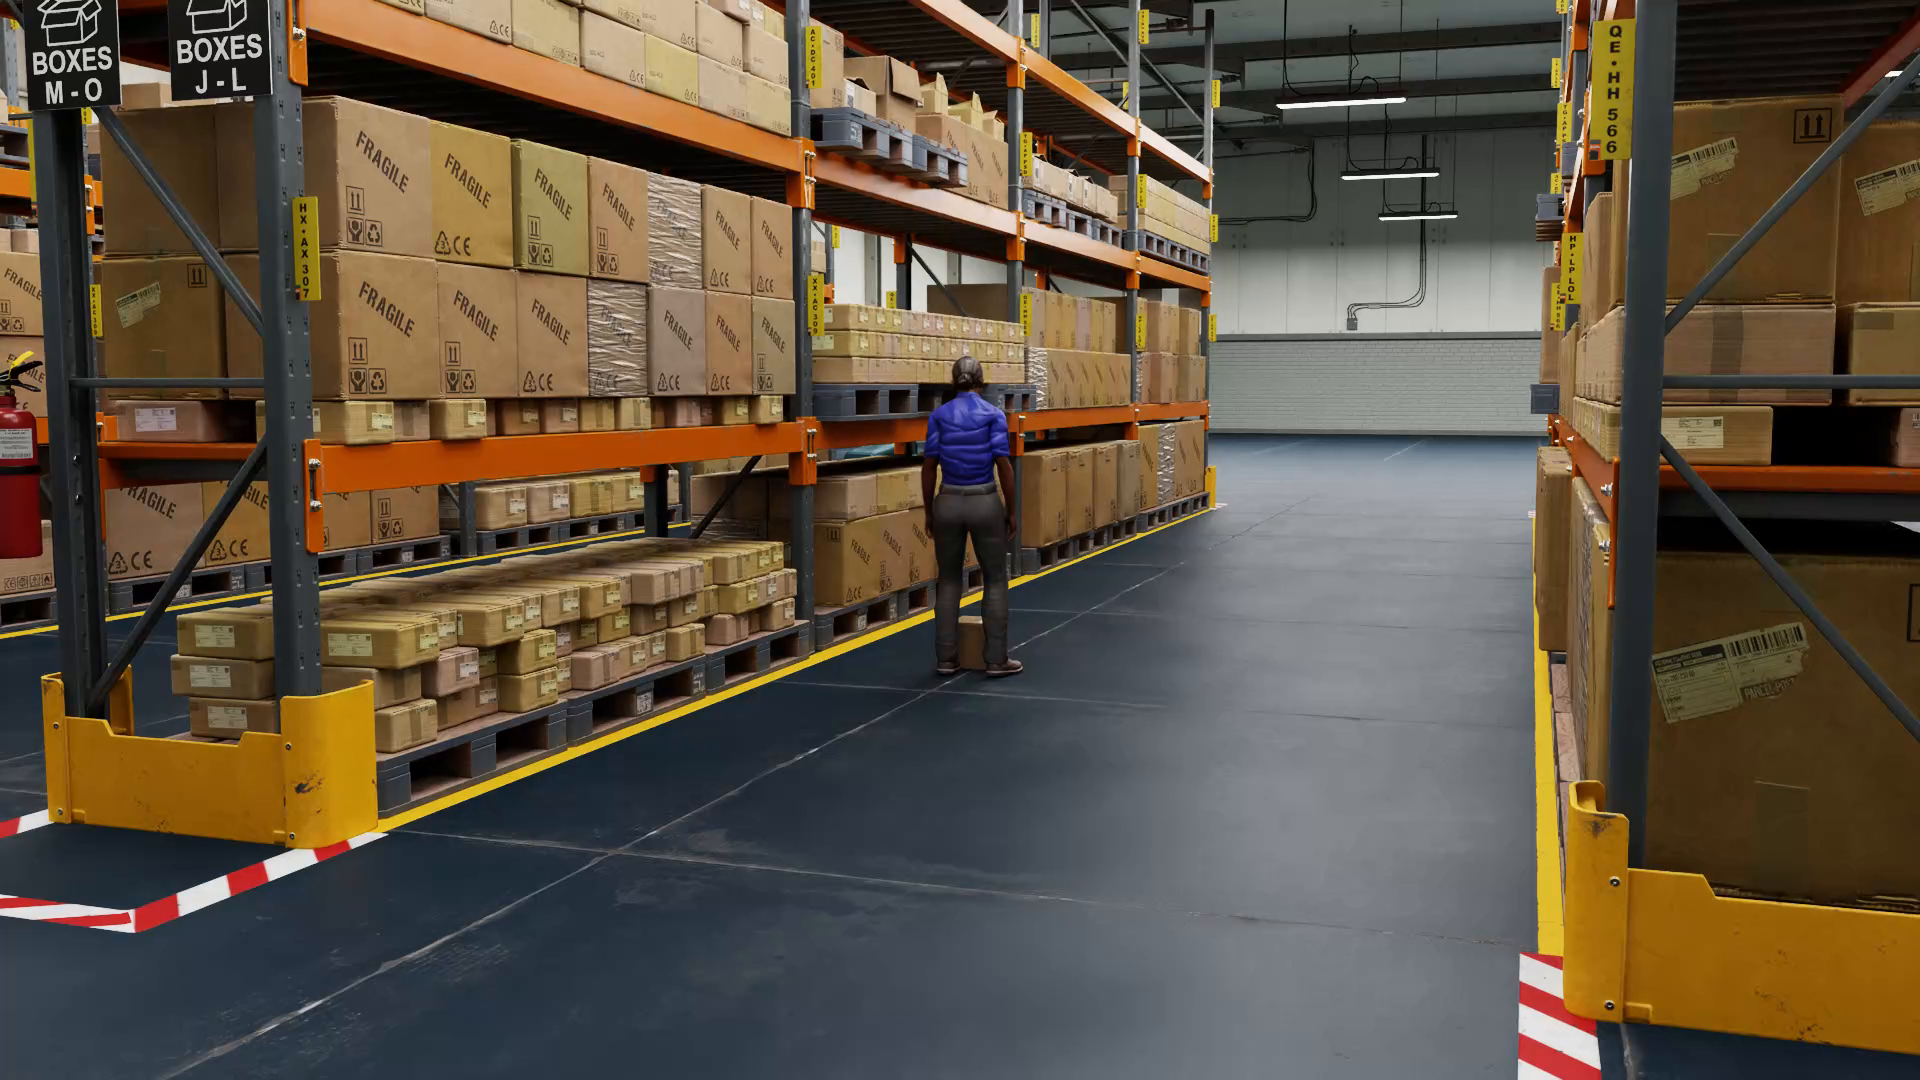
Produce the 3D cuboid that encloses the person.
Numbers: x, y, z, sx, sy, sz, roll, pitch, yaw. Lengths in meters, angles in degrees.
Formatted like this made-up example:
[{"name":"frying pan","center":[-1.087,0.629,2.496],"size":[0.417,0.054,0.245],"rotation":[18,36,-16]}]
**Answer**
[{"name":"person","center":[0.055,-0.125,8.619],"size":[0.512,1.654,0.346],"rotation":[1,5,14]}]
